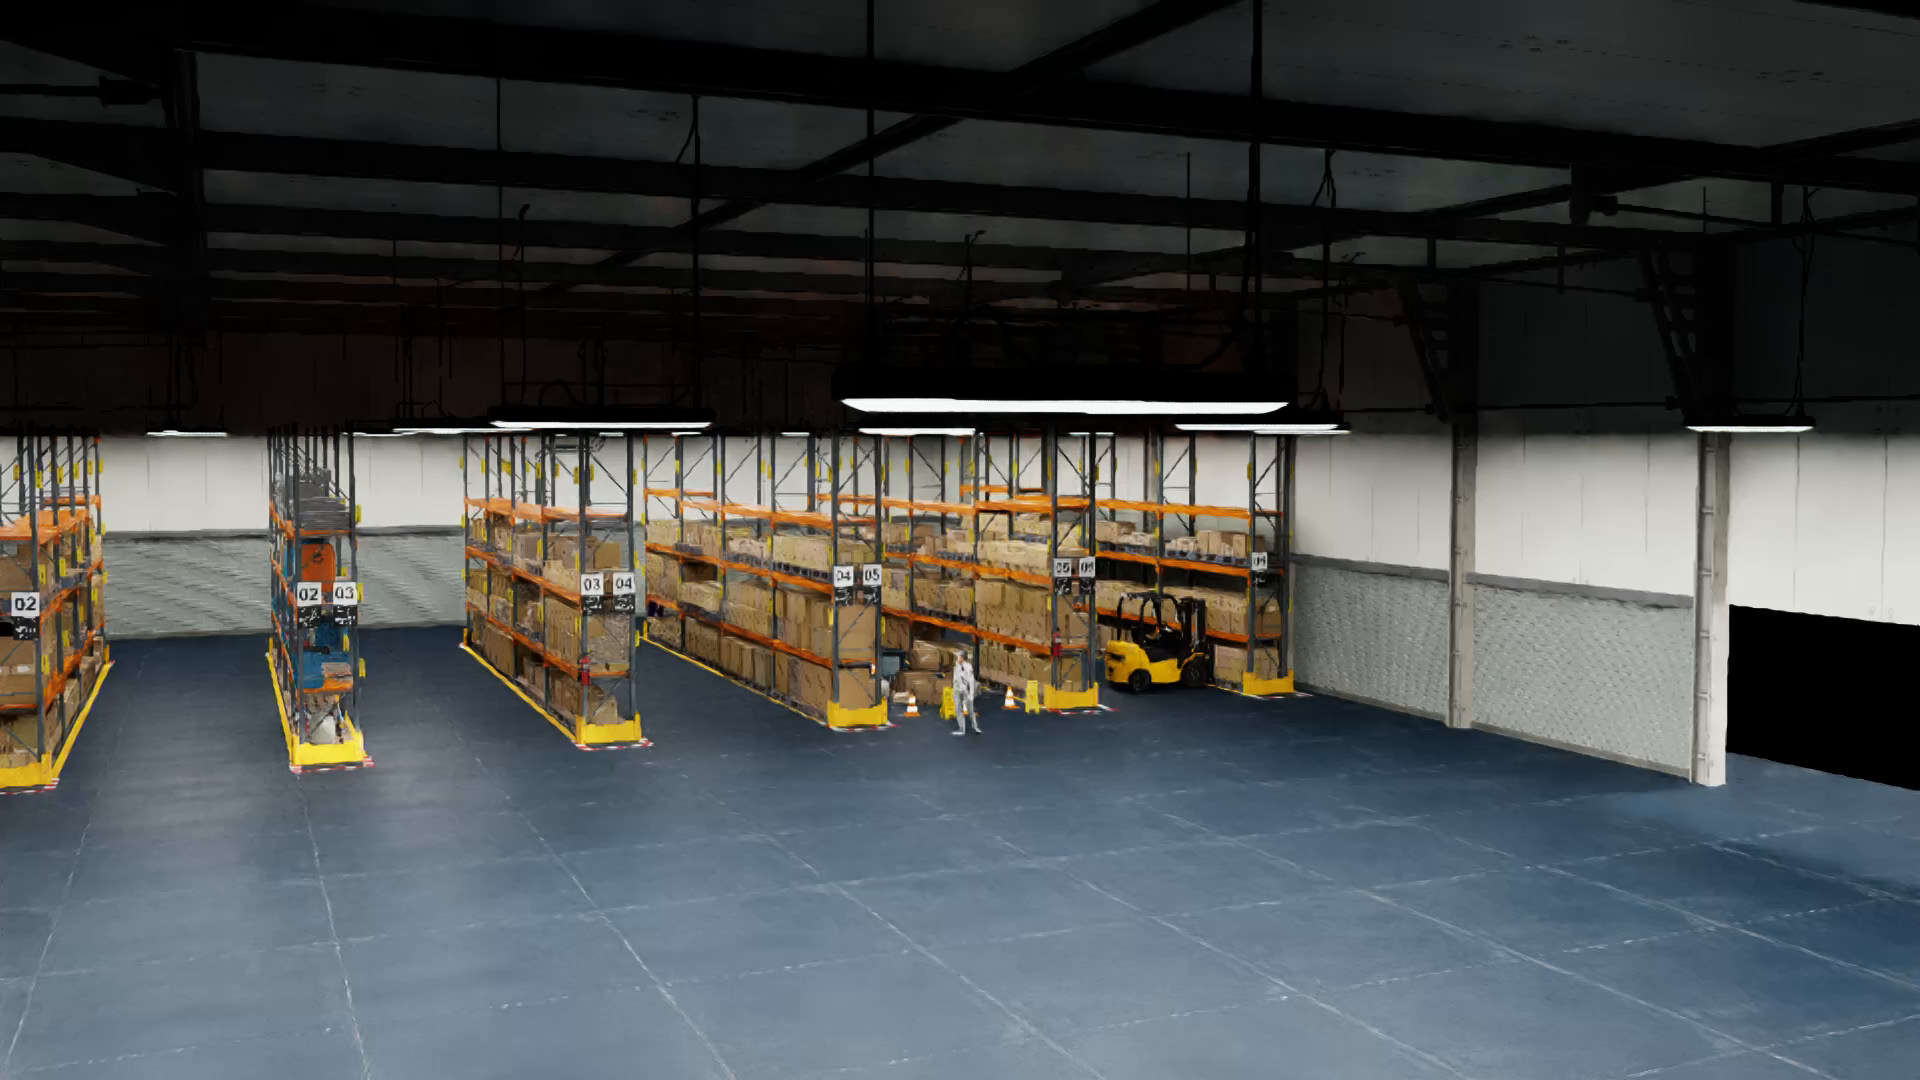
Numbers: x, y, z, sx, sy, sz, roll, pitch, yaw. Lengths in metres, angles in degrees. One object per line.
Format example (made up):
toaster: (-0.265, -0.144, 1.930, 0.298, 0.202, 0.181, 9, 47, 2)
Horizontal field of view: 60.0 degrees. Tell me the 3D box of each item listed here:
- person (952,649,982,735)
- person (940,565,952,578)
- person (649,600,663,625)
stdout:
person: (0.111, 2.930, 32.216, 0.568, 1.666, 0.515, 3, 5, 41)
person: (-0.437, 1.618, 52.866, 0.691, 1.771, 0.596, 3, 4, 38)
person: (-8.942, 1.916, 49.039, 0.537, 1.631, 0.602, 2, 4, 34)
